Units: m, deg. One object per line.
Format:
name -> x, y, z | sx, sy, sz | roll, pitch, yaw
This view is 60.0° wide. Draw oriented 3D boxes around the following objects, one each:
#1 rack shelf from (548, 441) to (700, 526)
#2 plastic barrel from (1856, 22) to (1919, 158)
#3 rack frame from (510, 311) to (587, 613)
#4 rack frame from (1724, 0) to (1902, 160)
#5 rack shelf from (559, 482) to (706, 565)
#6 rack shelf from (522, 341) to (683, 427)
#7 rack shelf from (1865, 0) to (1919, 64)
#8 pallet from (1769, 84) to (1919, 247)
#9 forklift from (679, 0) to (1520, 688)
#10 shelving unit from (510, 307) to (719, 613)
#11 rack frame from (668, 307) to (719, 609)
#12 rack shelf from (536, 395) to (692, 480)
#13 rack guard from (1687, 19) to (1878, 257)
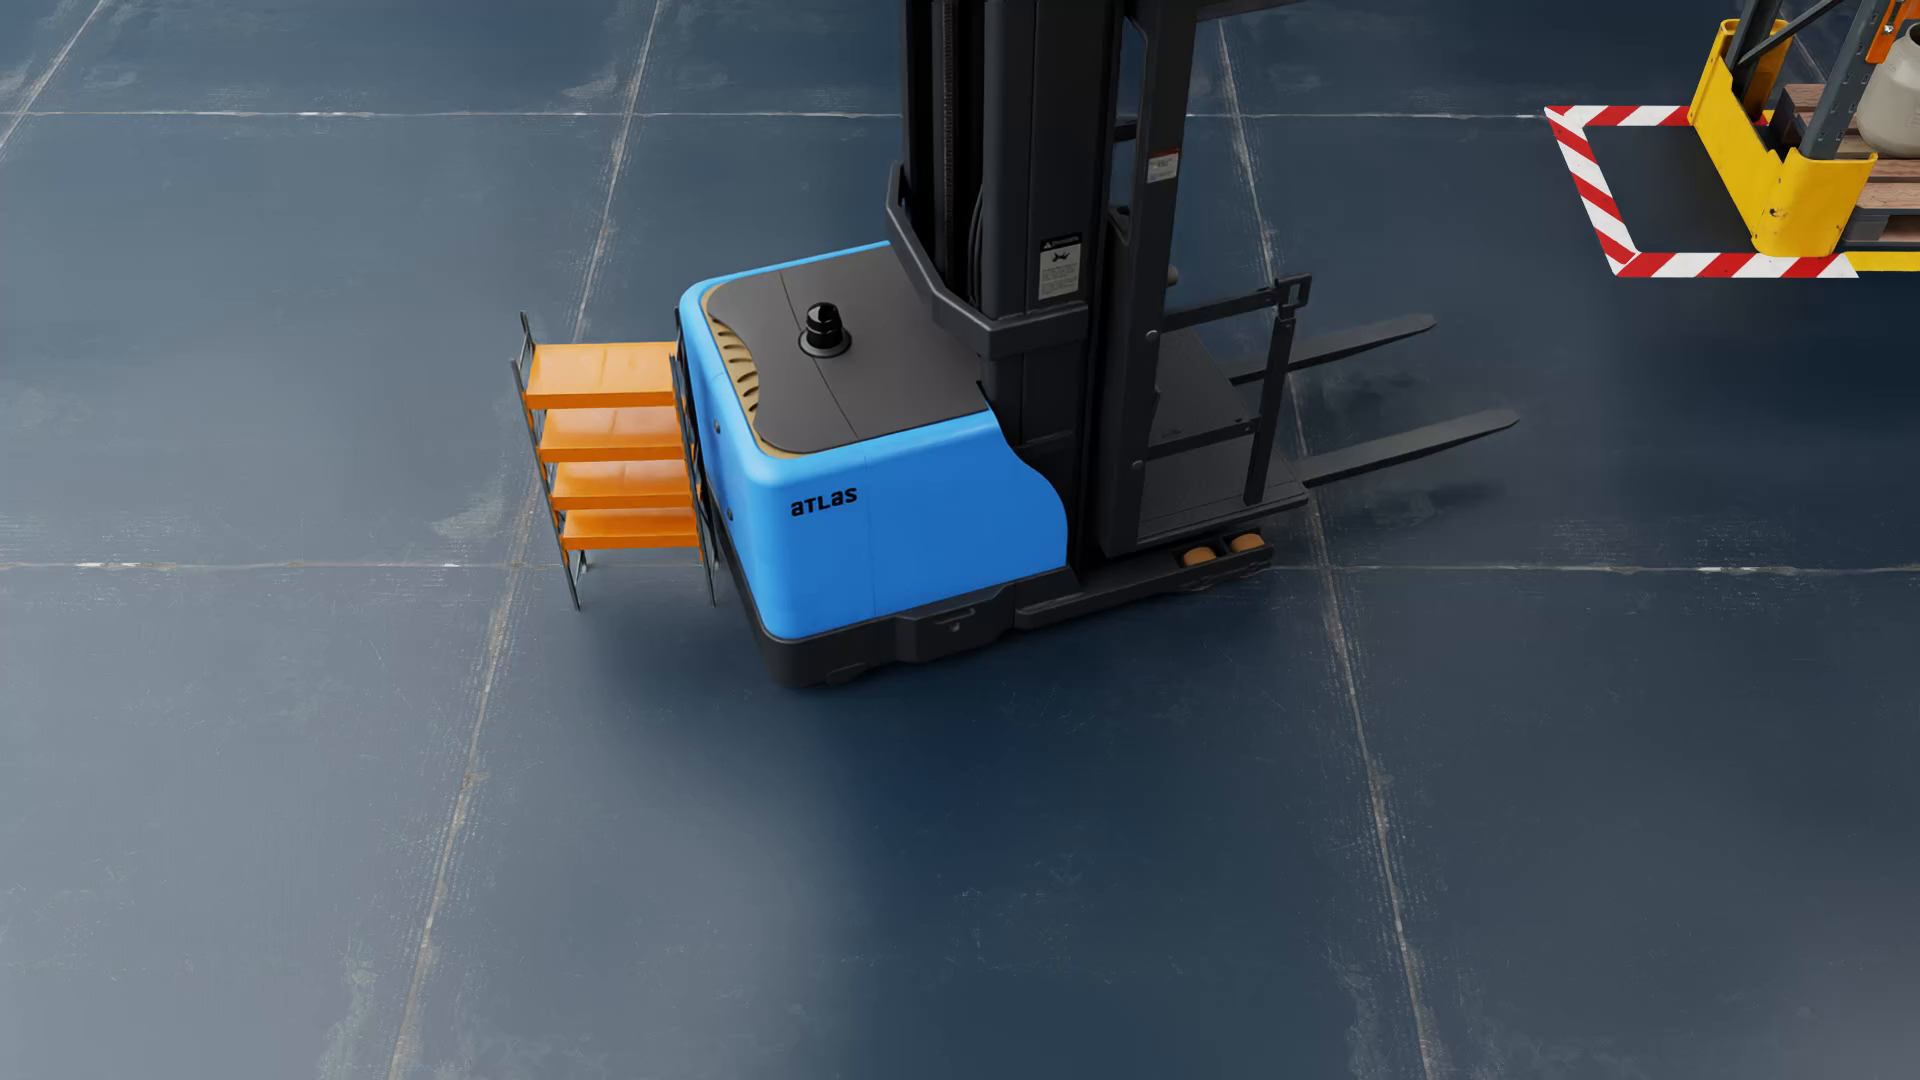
rack shelf -> -1.142, -0.194, 5.703 | 0.480, 0.148, 0.258 | -2, 47, -1
plastic barrel -> 4.331, -2.029, 7.502 | 0.421, 0.512, 0.421 | 0, 47, 0
rack frame -> -1.386, -0.233, 5.647 | 0.015, 1.200, 0.240 | -2, 47, -1
rack frame -> 3.672, -2.680, 6.695 | 0.127, 3.000, 1.000 | 0, 47, 0
rack shelf -> -1.142, -0.059, 5.848 | 0.480, 0.148, 0.258 | -2, 47, -1
rack shelf -> -1.142, -0.508, 5.366 | 0.480, 0.148, 0.258 | -2, 47, -1
rack shelf -> 5.672, -2.429, 6.953 | 4.000, 0.370, 1.077 | 0, 47, 0
pallet -> 4.561, -1.758, 7.742 | 1.213, 0.211, 1.003 | 0, 47, 0
forklift -> 0.616, -1.163, 5.330 | 3.031, 2.935, 1.130 | -15, 49, -13
shelving unit -> -1.142, -0.240, 5.654 | 0.503, 1.200, 0.258 | -2, 47, -1
rack frame -> -0.898, -0.247, 5.660 | 0.015, 1.200, 0.240 | -2, 47, -1
rack shelf -> -1.142, -0.347, 5.539 | 0.480, 0.148, 0.258 | -2, 47, -1
rack guard -> 3.748, -1.862, 7.642 | 0.348, 0.500, 1.175 | 0, 47, 0
